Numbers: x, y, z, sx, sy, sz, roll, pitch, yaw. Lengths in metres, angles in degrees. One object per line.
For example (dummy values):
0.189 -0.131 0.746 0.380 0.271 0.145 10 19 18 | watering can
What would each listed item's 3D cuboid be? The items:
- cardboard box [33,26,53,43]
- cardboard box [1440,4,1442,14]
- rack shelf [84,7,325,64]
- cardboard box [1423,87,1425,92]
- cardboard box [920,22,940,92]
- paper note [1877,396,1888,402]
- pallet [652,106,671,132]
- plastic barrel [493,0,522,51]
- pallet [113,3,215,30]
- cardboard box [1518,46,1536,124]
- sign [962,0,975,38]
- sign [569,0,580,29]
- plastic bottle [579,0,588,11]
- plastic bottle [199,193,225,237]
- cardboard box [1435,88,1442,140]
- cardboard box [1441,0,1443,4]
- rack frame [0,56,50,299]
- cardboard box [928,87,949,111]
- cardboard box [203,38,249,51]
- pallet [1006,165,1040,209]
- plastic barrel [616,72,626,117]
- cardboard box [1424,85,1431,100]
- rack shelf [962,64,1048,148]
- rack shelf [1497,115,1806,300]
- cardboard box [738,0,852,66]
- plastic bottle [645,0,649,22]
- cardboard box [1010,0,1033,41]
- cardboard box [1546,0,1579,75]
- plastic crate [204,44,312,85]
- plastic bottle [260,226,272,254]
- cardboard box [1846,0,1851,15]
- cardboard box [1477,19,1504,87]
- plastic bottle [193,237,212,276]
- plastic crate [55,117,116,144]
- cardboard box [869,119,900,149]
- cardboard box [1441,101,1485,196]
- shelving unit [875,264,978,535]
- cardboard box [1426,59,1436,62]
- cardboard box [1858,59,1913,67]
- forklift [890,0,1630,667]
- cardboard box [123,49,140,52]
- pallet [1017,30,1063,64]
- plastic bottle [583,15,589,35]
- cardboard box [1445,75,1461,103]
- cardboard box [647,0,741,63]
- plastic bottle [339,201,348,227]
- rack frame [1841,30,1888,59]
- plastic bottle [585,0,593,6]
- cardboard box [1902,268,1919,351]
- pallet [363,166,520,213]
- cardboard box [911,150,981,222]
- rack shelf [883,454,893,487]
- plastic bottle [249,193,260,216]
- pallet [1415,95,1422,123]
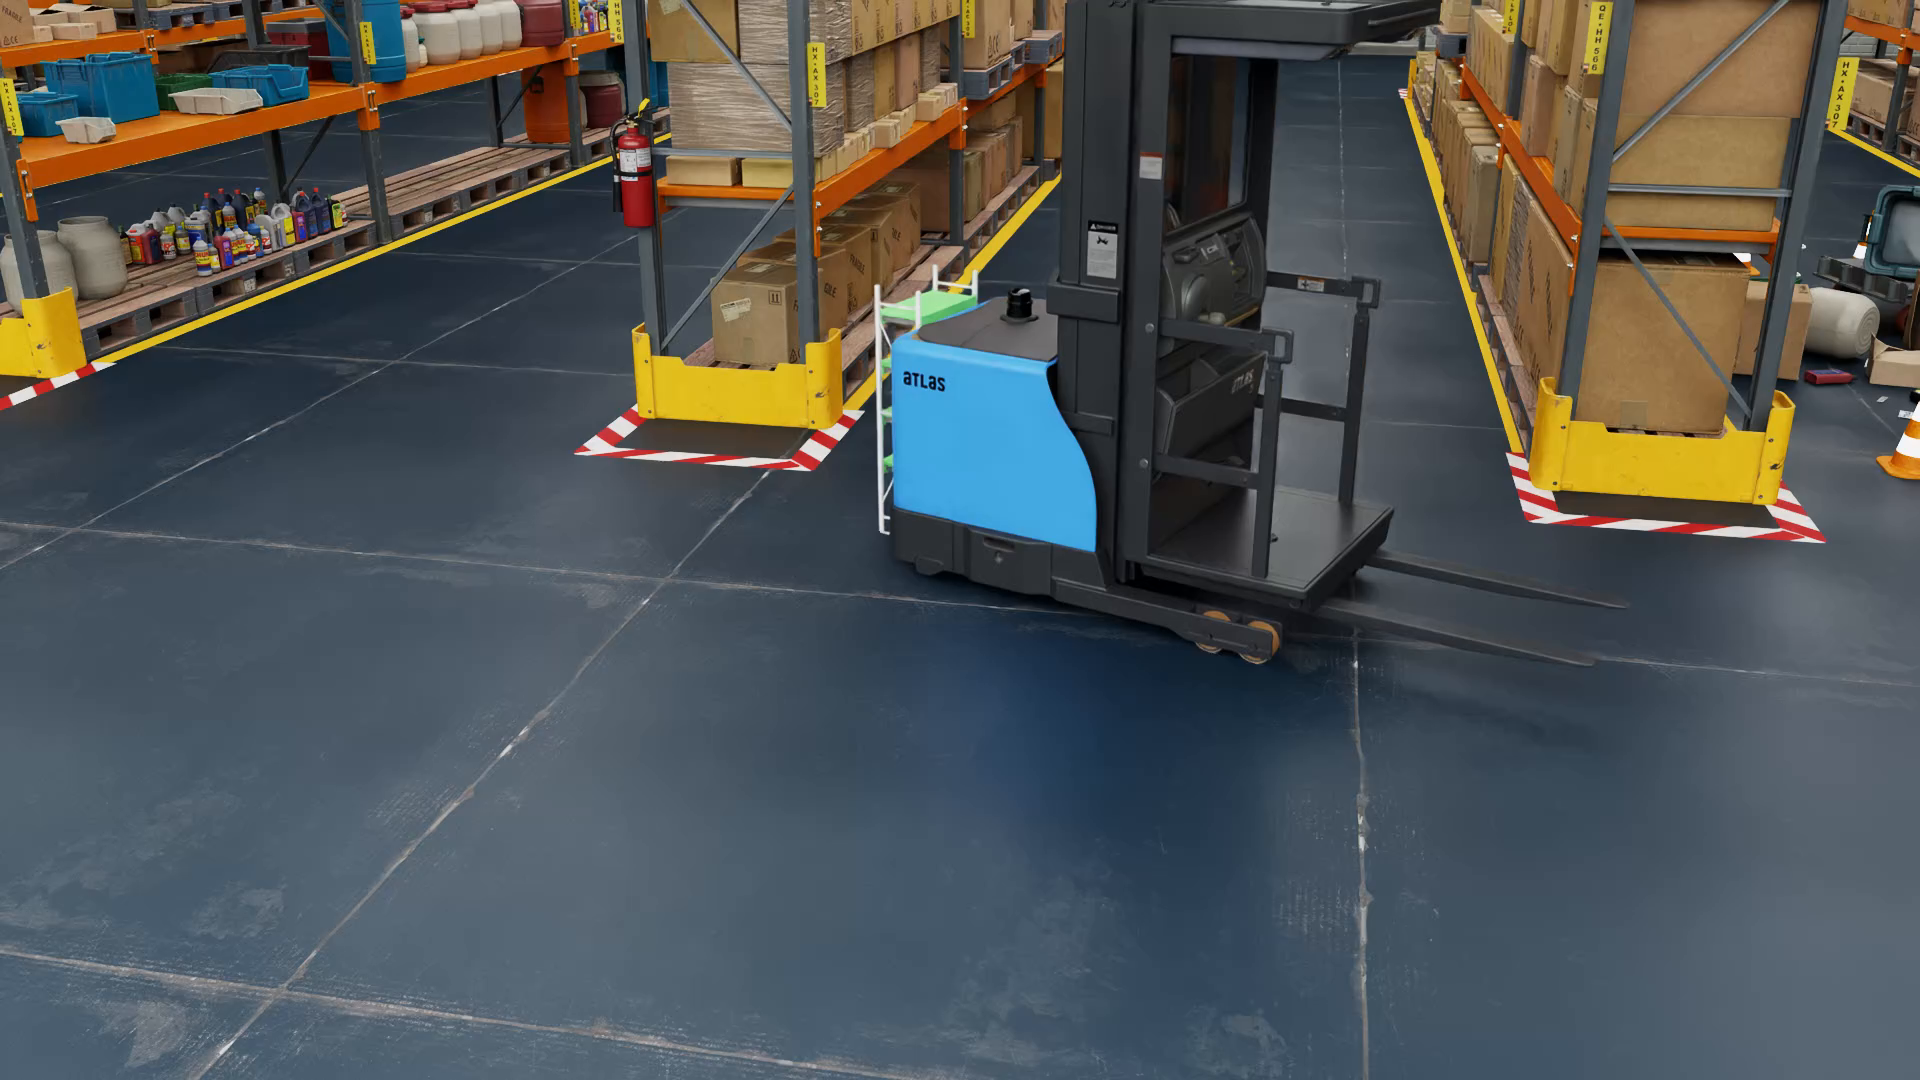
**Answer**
-9.559 -5.187 17.054 0.380 0.149 0.250 6 23 15 | cardboard box
5.148 -5.465 17.182 0.380 0.149 0.250 3 22 8 | cardboard box
-8.946 -6.172 20.127 1.077 0.370 4.000 4 22 11 | rack shelf
6.087 -5.667 21.164 0.380 0.149 0.250 4 22 11 | cardboard box
-0.626 -3.580 12.194 0.875 0.500 0.500 4 22 11 | cardboard box
5.507 -0.840 9.926 0.032 0.001 0.123 18 28 38 | paper note
-3.888 -5.286 20.696 1.003 0.211 1.213 4 22 11 | pallet
-4.507 -5.055 16.240 0.421 0.512 0.421 0 22 0 | plastic barrel
-9.285 -5.939 18.841 1.213 0.211 1.003 4 22 11 | pallet
4.298 -3.074 11.270 0.875 0.550 0.550 4 22 11 | cardboard box
0.059 -3.918 12.408 0.100 0.325 0.005 4 22 11 | sign
-3.966 -5.432 17.107 0.100 0.325 0.005 4 22 11 | sign
-4.342 -6.112 19.188 0.097 0.271 0.097 0 22 0 | plastic bottle
-5.932 -2.575 13.190 0.144 0.351 0.185 4 22 9 | plastic bottle
5.477 -4.657 18.187 0.500 0.500 0.500 5 23 13 | cardboard box
5.094 -5.506 16.887 0.380 0.149 0.250 5 22 12 | cardboard box
-6.138 -2.470 9.971 1.000 3.000 0.127 4 22 11 | rack frame
-0.290 -3.247 12.236 0.380 0.149 0.250 4 22 11 | cardboard box
-9.079 -6.106 20.752 0.500 0.250 0.500 5 22 11 | cardboard box
0.182 -3.439 16.109 1.003 0.211 1.213 4 22 11 | pallet
-4.165 -5.243 19.624 0.421 0.512 0.421 0 22 0 | plastic barrel
5.828 -5.415 20.139 0.380 0.149 0.250 4 22 9 | cardboard box
-0.065 -3.953 14.616 1.077 0.370 4.000 4 22 11 | rack shelf
3.954 -2.075 9.953 1.077 0.370 4.000 4 22 11 | rack shelf
-0.911 -2.921 9.220 0.500 0.500 0.500 4 22 11 | cardboard box
-3.706 -6.180 19.349 0.152 0.276 0.135 4 22 11 | plastic bottle
0.256 -4.847 15.177 0.700 0.500 0.500 8 23 19 | cardboard box
3.909 -2.987 9.608 0.875 0.550 0.500 4 22 11 | cardboard box
-5.553 -3.722 13.163 0.767 0.338 0.504 4 22 11 | plastic crate
-5.311 -2.288 12.677 0.097 0.201 0.097 0 22 0 | plastic bottle
11.100 -6.709 20.363 0.500 0.500 0.500 4 22 11 | cardboard box
4.514 -3.953 13.520 0.500 0.500 0.500 4 22 10 | cardboard box
-5.463 -2.048 11.986 0.097 0.271 0.097 0 22 0 | plastic bottle
-5.641 -2.650 10.772 0.298 0.136 0.250 4 22 11 | plastic crate
-0.597 -2.603 10.638 0.380 0.149 0.250 4 22 11 | cardboard box
4.965 -3.538 15.073 1.050 0.750 0.750 4 22 10 | cardboard box
-0.151 -0.648 7.857 0.258 1.200 0.503 13 25 29 | shelving unit
6.220 -6.121 21.495 0.380 0.149 0.250 5 23 13 | cardboard box
11.640 -5.946 21.469 0.875 0.438 0.875 4 22 9 | cardboard box
1.211 -1.093 6.644 3.031 2.935 1.130 13 25 29 | forklift
-12.821 -7.481 25.198 0.700 0.500 0.500 4 22 9 | cardboard box
0.302 -4.660 15.666 1.213 0.211 1.003 4 22 11 | pallet
-4.031 -5.513 17.793 0.097 0.201 0.097 0 22 0 | plastic bottle
5.272 -4.626 17.106 0.500 0.250 0.500 5 22 12 | cardboard box
-1.419 -2.960 9.318 0.500 0.500 0.500 4 22 11 | cardboard box
-5.091 -2.682 13.655 0.097 0.201 0.097 0 22 0 | plastic bottle
11.677 -7.188 21.687 1.000 3.000 0.127 4 22 11 | rack frame
-4.393 -6.237 19.491 0.152 0.276 0.135 4 22 11 | plastic bottle
6.475 -1.420 10.523 0.797 0.637 0.503 4 22 11 | cardboard box
-4.953 -3.377 15.956 1.003 0.211 1.213 4 22 11 | pallet
-0.211 -2.996 14.033 0.700 0.500 0.500 4 22 11 | cardboard box
-0.151 -0.366 7.971 0.258 0.148 0.480 13 25 29 | rack shelf
-5.751 -2.665 13.503 0.061 0.283 0.133 4 22 11 | plastic bottle
6.343 -5.468 21.148 1.003 0.211 1.213 4 22 11 | pallet
